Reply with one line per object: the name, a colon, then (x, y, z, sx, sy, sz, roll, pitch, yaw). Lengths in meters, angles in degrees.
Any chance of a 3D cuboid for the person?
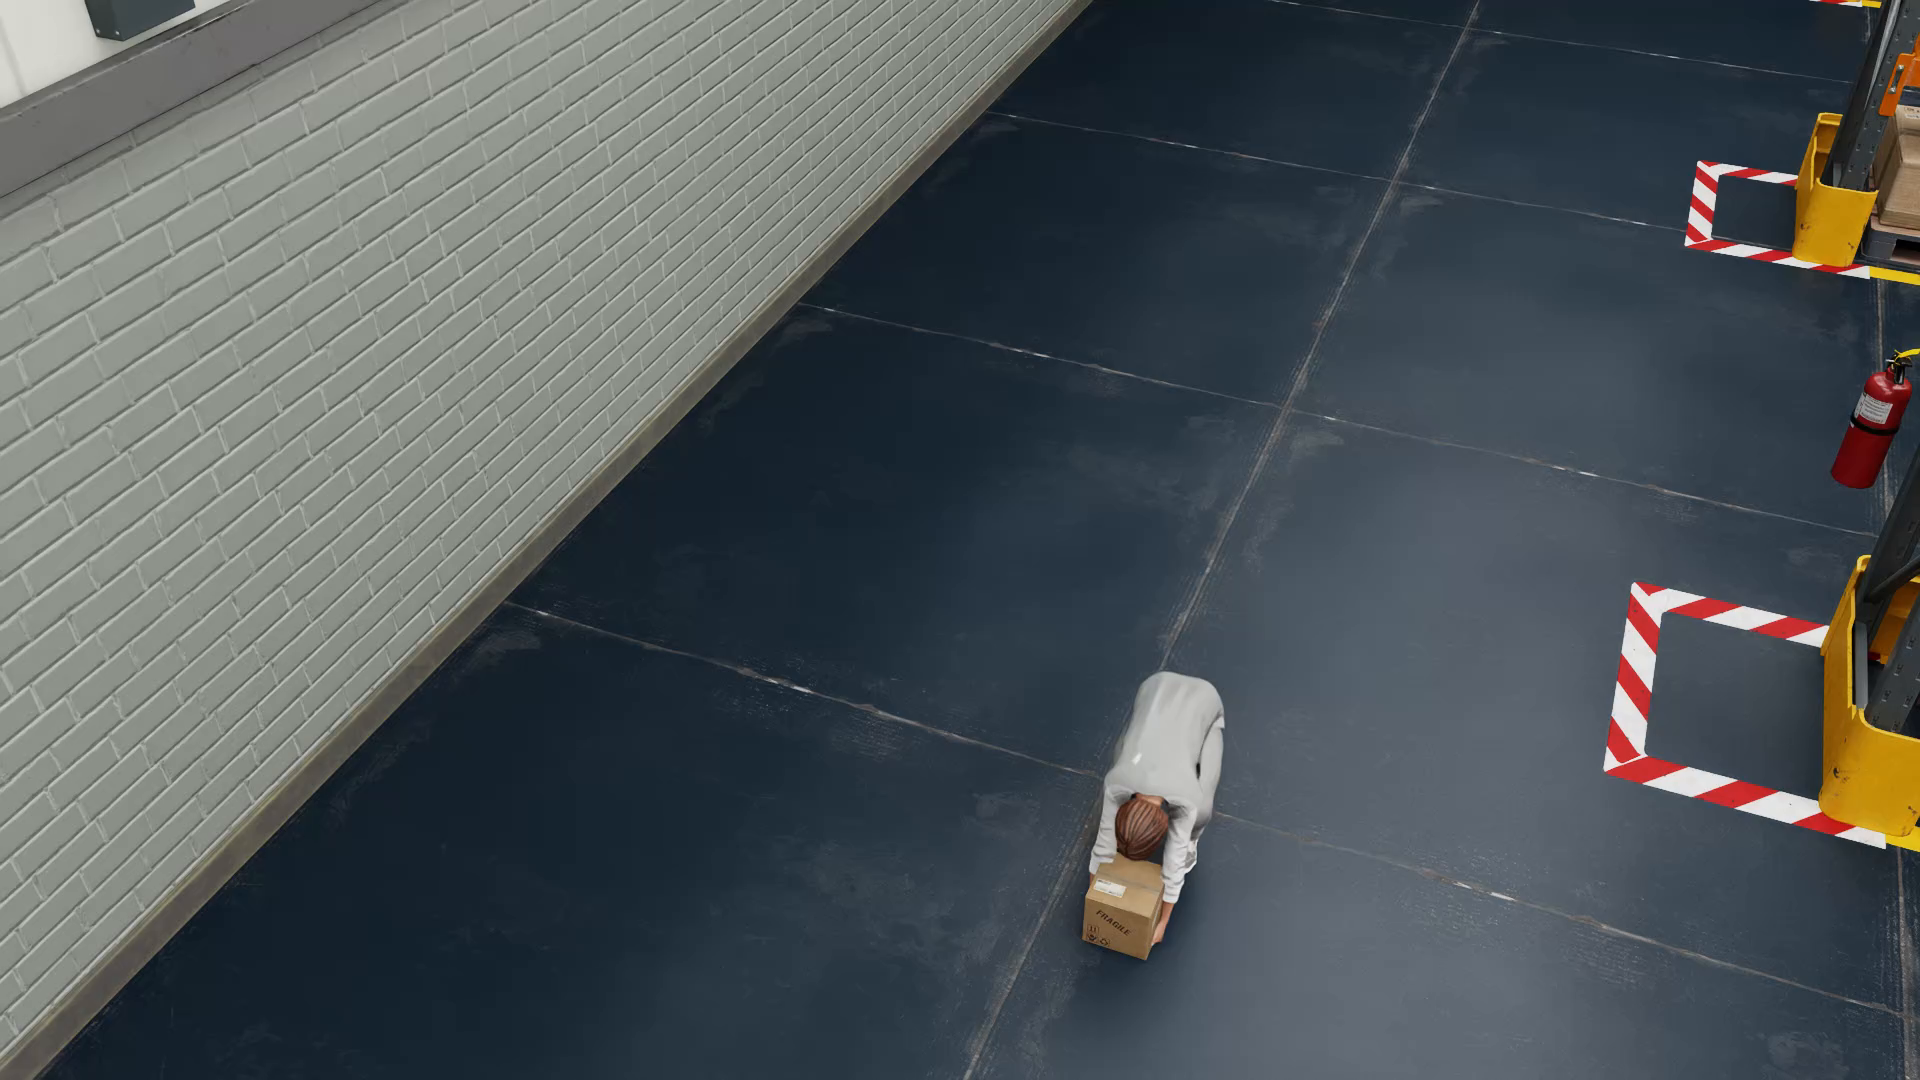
person: (0.748, 0.980, 6.271, 0.422, 0.778, 0.871, 13, 40, 16)
